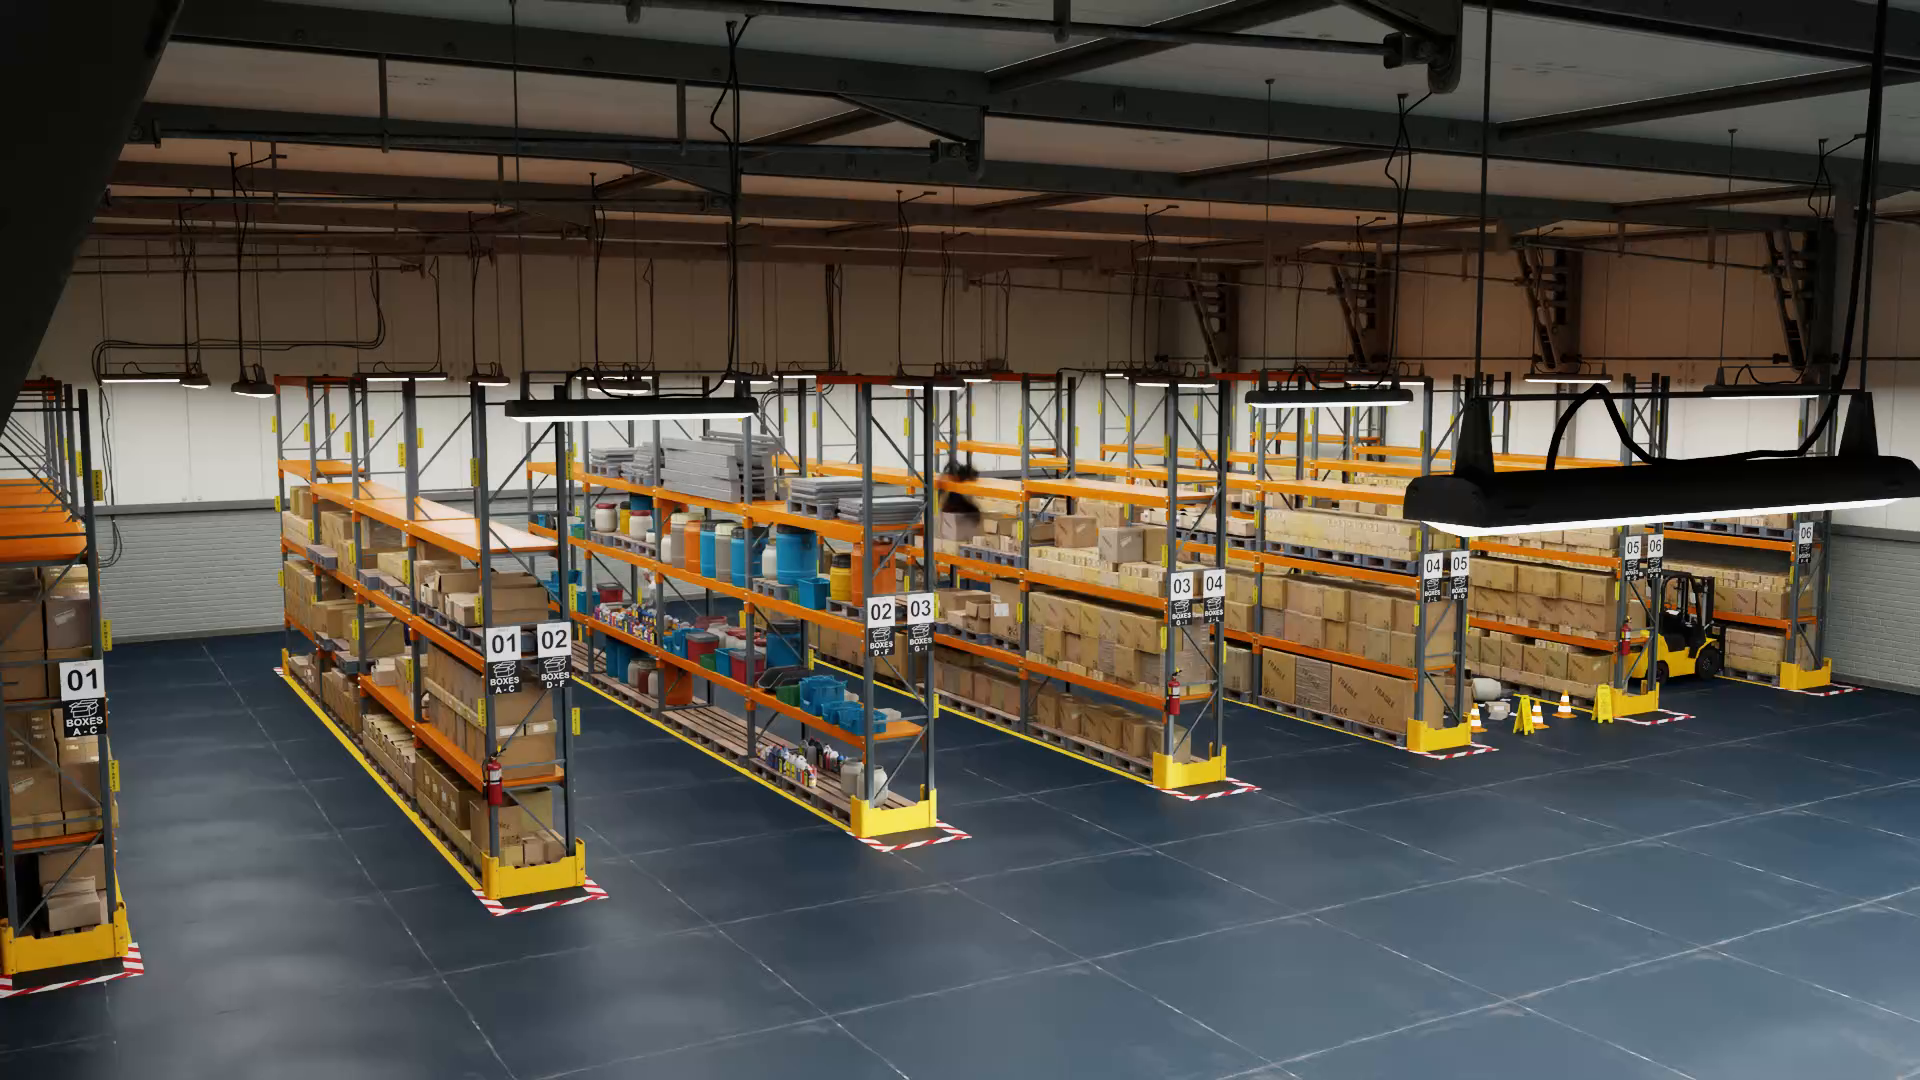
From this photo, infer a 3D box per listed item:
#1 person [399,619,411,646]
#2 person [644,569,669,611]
[{"bbox_3d":[-11.705,1.775,34.582,0.614,1.595,0.641,2,6,16],"label":"person"},{"bbox_3d":[-7.215,1.162,39.127,0.835,1.832,0.671,-1,6,-8],"label":"person"}]
